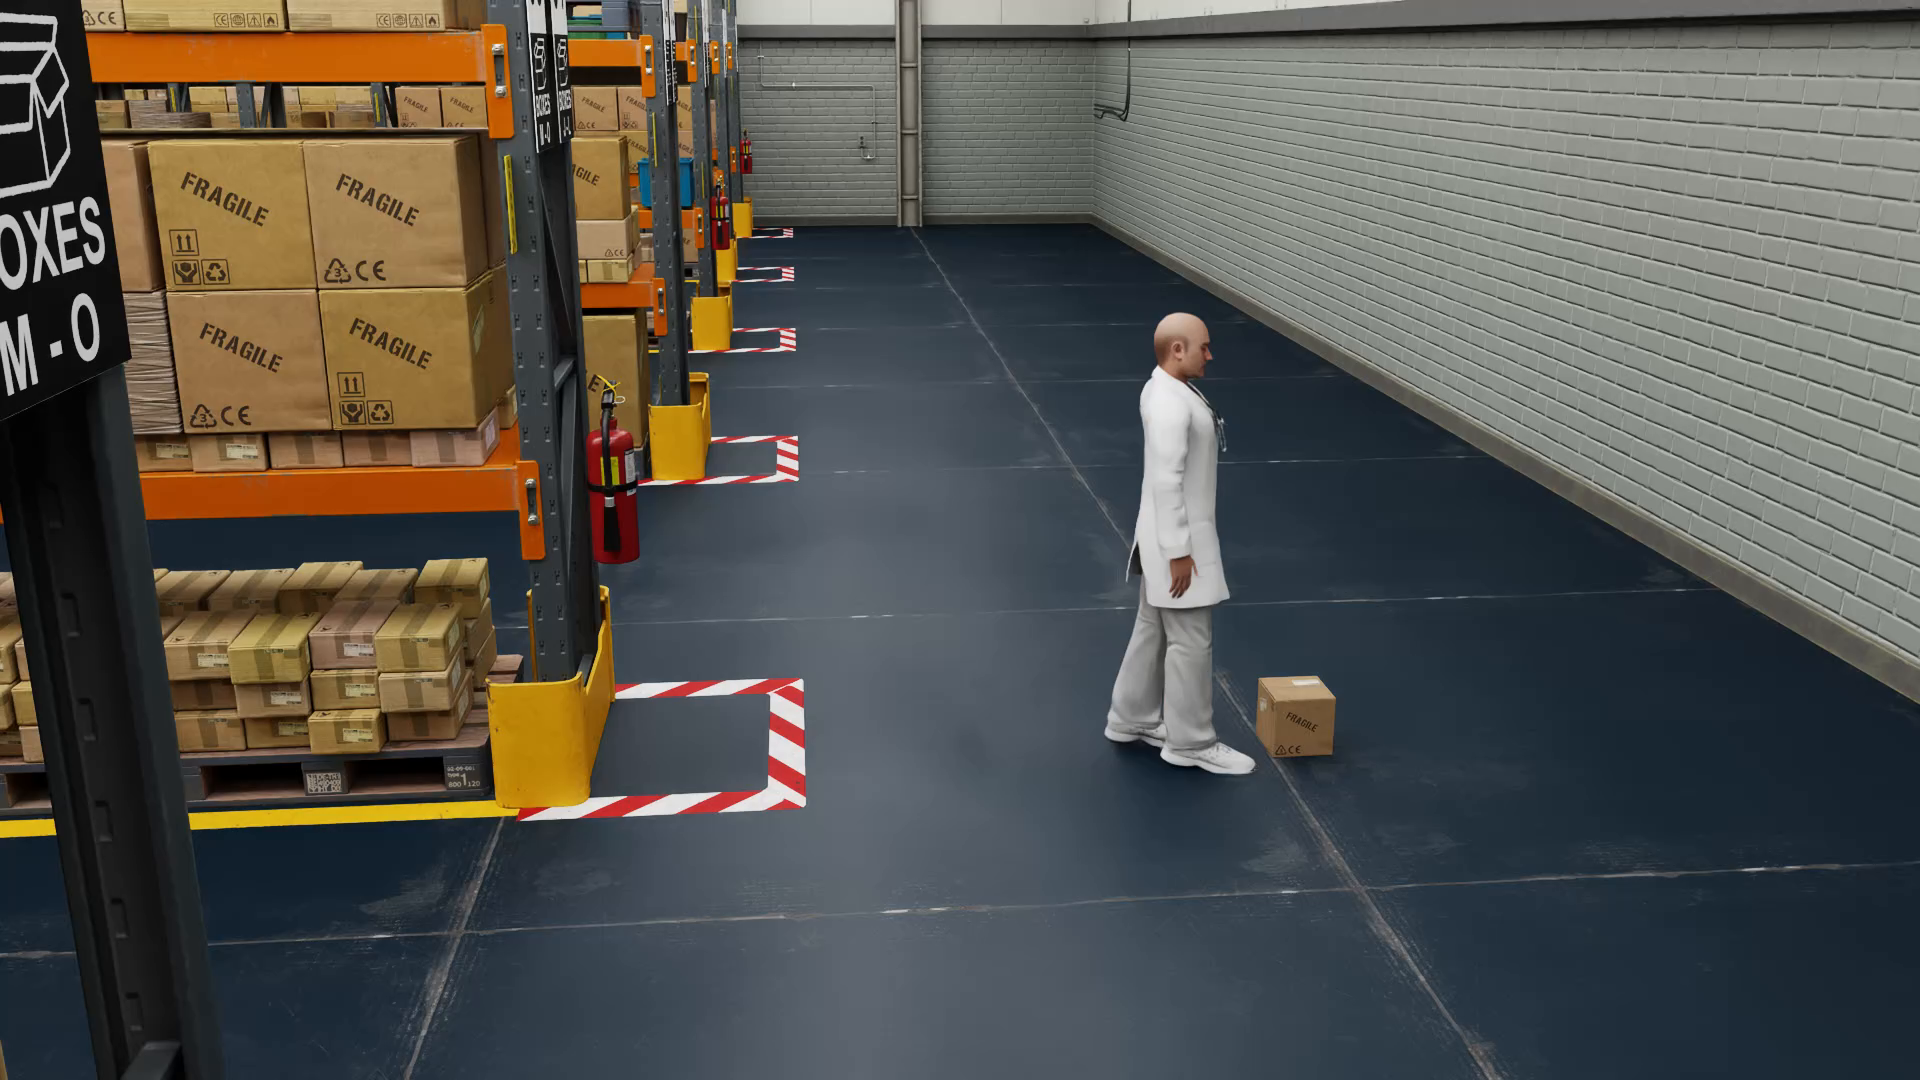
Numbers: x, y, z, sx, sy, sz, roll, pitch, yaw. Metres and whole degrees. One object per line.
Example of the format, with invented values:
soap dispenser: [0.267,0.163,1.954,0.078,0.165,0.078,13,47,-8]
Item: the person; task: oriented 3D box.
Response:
person: [0.860,0.008,6.518,0.567,1.795,0.596,0,16,1]
